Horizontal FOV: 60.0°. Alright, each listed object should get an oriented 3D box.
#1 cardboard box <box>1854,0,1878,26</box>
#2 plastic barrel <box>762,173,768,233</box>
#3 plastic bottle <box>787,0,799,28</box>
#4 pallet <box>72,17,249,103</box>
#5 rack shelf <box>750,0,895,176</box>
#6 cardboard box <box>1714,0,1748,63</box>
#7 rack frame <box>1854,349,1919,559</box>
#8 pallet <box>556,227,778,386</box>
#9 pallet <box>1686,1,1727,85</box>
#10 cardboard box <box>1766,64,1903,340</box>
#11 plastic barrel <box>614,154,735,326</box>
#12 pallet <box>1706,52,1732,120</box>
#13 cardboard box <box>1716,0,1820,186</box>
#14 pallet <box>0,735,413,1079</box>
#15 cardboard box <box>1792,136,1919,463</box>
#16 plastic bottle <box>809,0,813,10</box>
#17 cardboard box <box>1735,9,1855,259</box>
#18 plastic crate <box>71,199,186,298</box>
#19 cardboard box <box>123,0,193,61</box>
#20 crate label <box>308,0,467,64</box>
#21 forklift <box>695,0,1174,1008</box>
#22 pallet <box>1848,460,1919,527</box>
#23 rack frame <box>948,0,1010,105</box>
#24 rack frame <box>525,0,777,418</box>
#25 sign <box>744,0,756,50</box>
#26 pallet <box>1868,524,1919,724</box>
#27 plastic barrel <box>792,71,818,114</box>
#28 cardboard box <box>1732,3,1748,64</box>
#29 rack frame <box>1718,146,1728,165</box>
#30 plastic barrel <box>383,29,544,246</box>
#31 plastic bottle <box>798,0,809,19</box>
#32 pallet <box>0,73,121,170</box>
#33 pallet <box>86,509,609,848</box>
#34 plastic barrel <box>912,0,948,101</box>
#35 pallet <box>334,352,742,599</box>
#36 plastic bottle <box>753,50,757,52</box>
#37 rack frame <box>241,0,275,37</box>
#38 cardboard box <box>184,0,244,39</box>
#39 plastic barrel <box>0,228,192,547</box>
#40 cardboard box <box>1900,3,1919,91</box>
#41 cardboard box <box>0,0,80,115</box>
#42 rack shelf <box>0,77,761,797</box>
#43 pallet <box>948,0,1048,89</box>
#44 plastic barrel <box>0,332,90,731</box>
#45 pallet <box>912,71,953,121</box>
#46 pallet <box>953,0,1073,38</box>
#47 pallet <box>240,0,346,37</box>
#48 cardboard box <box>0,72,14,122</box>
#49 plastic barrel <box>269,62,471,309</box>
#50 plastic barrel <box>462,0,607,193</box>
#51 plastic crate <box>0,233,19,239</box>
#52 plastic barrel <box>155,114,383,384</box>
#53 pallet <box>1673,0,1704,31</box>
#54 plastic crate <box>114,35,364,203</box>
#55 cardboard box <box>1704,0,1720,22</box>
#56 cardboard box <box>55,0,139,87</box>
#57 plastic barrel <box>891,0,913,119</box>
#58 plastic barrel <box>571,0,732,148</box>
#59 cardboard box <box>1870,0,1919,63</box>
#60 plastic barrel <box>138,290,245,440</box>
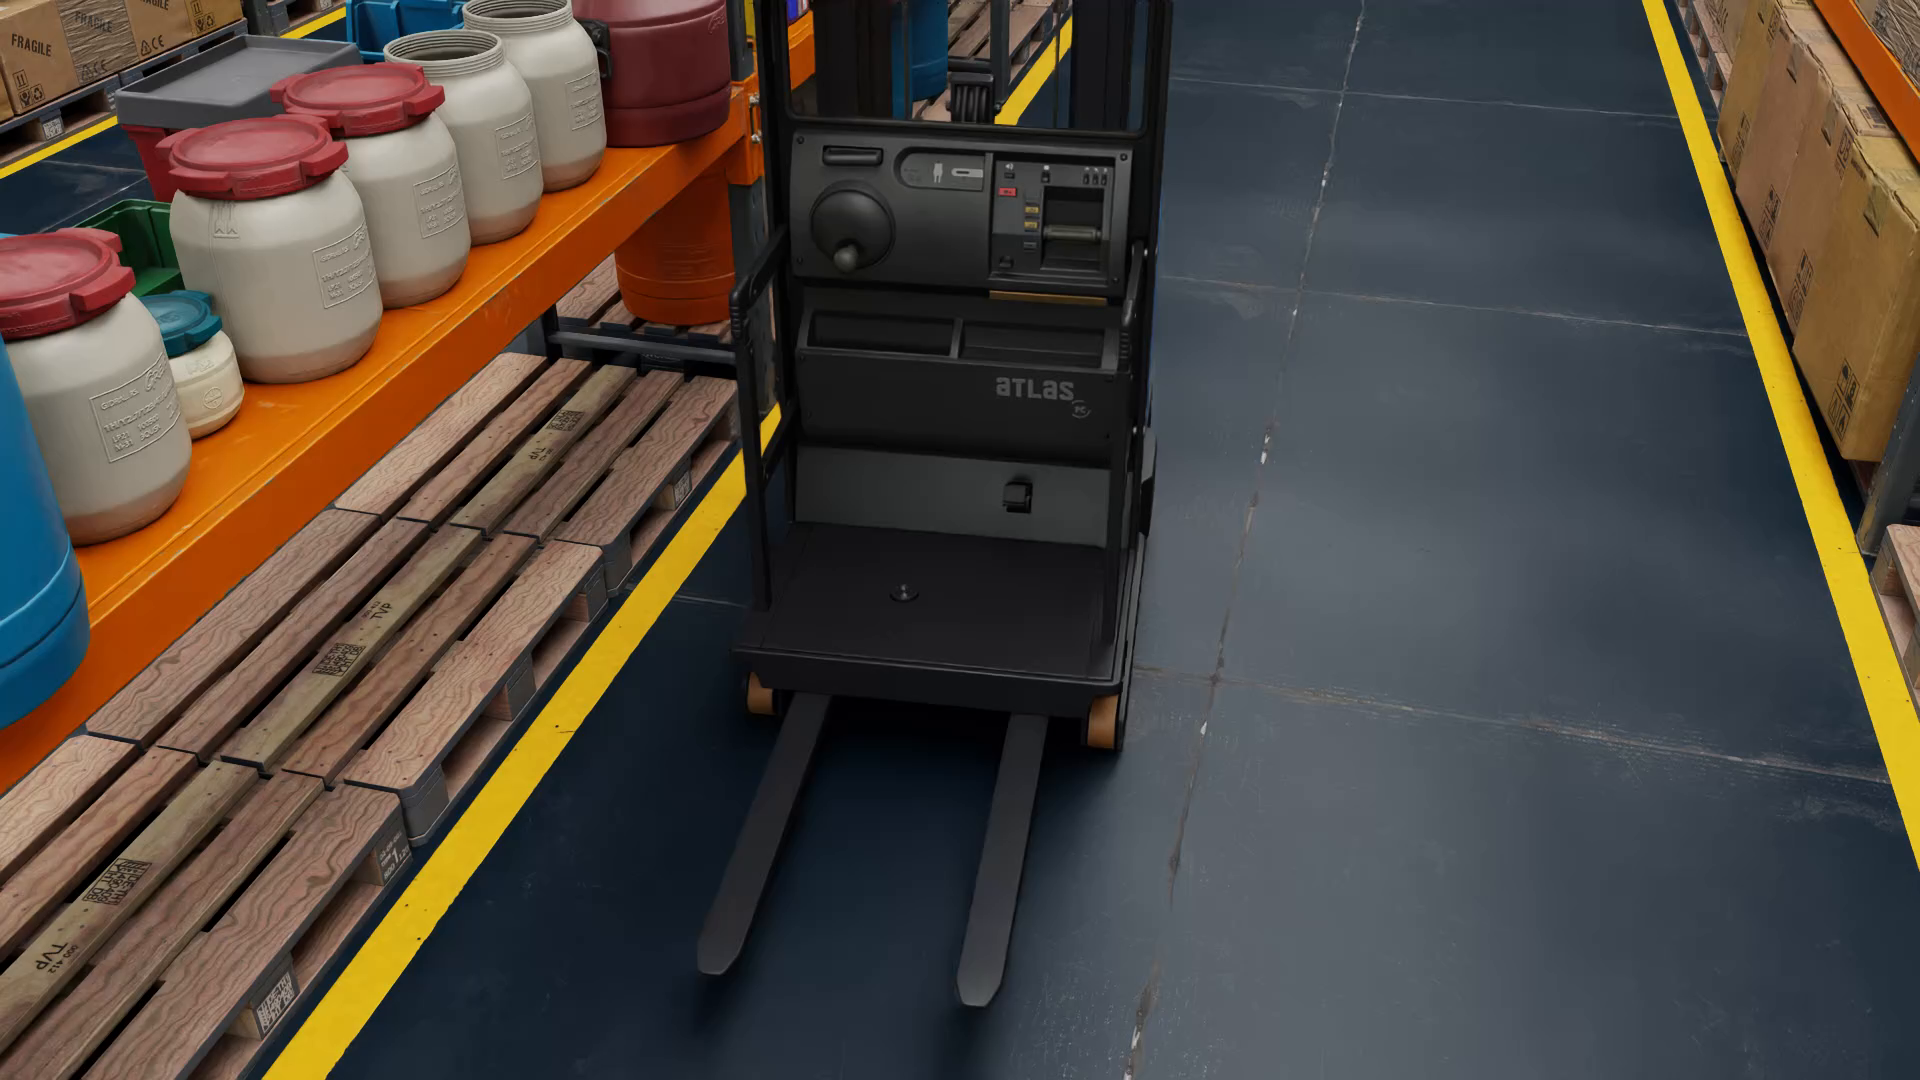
[{"bbox_3d":[3.842,-2.295,6.471,0.500,0.500,0.500,9,33,13],"label":"cardboard box"},{"bbox_3d":[-1.061,-1.534,7.295,0.421,0.512,0.421,0,32,0],"label":"plastic barrel"},{"bbox_3d":[-0.676,-2.141,6.431,0.061,0.283,0.133,8,33,12],"label":"plastic bottle"},{"bbox_3d":[-5.171,-2.993,10.262,1.003,0.211,1.213,8,33,12],"label":"pallet"},{"bbox_3d":[-0.718,-2.580,7.683,1.077,0.370,4.000,8,33,12],"label":"rack shelf"},{"bbox_3d":[5.054,-3.326,9.775,0.875,0.875,0.875,8,33,12],"label":"cardboard box"},{"bbox_3d":[3.565,-1.171,4.796,1.000,3.000,0.127,8,33,12],"label":"rack frame"},{"bbox_3d":[-1.066,-1.084,7.258,1.003,0.211,1.213,8,33,12],"label":"pallet"},{"bbox_3d":[5.156,-3.089,10.413,1.003,0.211,1.213,8,33,12],"label":"pallet"},{"bbox_3d":[3.994,-1.269,6.539,1.225,0.875,0.875,8,33,13],"label":"cardboard box"},{"bbox_3d":[-1.118,-1.363,6.730,0.600,0.830,0.708,8,33,12],"label":"plastic barrel"},{"bbox_3d":[4.849,-2.454,9.414,1.003,0.211,1.213,8,33,12],"label":"pallet"},{"bbox_3d":[4.437,-2.193,7.992,1.225,0.875,0.875,8,33,13],"label":"cardboard box"},{"bbox_3d":[-2.079,0.994,3.989,1.003,0.211,1.213,8,33,12],"label":"pallet"},{"bbox_3d":[3.760,-0.807,5.813,1.225,0.875,0.875,7,33,10],"label":"cardboard box"},{"bbox_3d":[-0.608,-2.280,6.650,0.061,0.283,0.133,8,33,12],"label":"plastic bottle"},{"bbox_3d":[4.211,-1.729,7.263,1.225,0.875,0.875,7,33,11],"label":"cardboard box"},{"bbox_3d":[-2.072,-0.623,4.131,0.450,0.188,0.662,8,33,12],"label":"plastic crate"},{"bbox_3d":[-4.982,-3.178,9.873,0.500,0.500,0.500,8,33,13],"label":"cardboard box"},{"bbox_3d":[-1.739,-1.382,5.095,0.502,0.435,0.616,8,33,12],"label":"crate label"},{"bbox_3d":[-0.035,-0.840,4.340,1.130,2.935,3.031,5,33,8],"label":"forklift"},{"bbox_3d":[3.838,-0.393,6.172,1.003,0.211,1.213,8,33,12],"label":"pallet"},{"bbox_3d":[-0.211,-3.921,9.122,1.000,3.000,0.127,8,33,12],"label":"rack frame"},{"bbox_3d":[-1.226,-1.846,5.857,1.000,3.000,0.127,8,33,12],"label":"rack frame"},{"bbox_3d":[-0.692,-1.843,5.701,0.100,0.325,0.005,8,33,12],"label":"sign"},{"bbox_3d":[3.365,0.411,4.907,1.003,0.211,1.213,8,33,12],"label":"pallet"},{"bbox_3d":[-0.831,-1.847,7.716,0.600,0.588,0.708,8,33,12],"label":"plastic barrel"},{"bbox_3d":[4.825,-2.859,9.040,0.875,0.875,0.875,8,33,12],"label":"cardboard box"},{"bbox_3d":[4.580,-3.247,8.061,1.000,3.000,0.127,8,33,12],"label":"rack frame"},{"bbox_3d":[-1.387,-1.111,4.598,0.421,0.512,0.421,0,32,0],"label":"plastic barrel"},{"bbox_3d":[-0.686,-2.214,6.552,0.152,0.276,0.135,8,33,12],"label":"plastic bottle"},{"bbox_3d":[-5.478,-2.358,9.263,1.003,0.211,1.213,8,33,12],"label":"pallet"},{"bbox_3d":[-1.771,0.359,4.988,1.003,0.211,1.213,8,33,12],"label":"pallet"},{"bbox_3d":[-0.365,-2.933,9.132,0.600,0.901,0.708,8,33,12],"label":"plastic barrel"},{"bbox_3d":[-1.460,-0.272,5.981,1.003,0.211,1.213,8,33,12],"label":"pallet"},{"bbox_3d":[-0.803,-1.974,6.174,0.152,0.276,0.135,8,33,12],"label":"plastic bottle"},{"bbox_3d":[-5.001,-4.598,10.186,1.000,3.000,0.127,8,33,12],"label":"rack frame"},{"bbox_3d":[-4.849,-3.433,10.274,0.500,0.500,0.500,8,33,12],"label":"cardboard box"},{"bbox_3d":[-1.786,-0.294,3.290,0.433,0.535,0.433,0,32,0],"label":"plastic barrel"},{"bbox_3d":[3.583,-1.761,5.631,0.500,0.500,0.500,8,33,12],"label":"cardboard box"},{"bbox_3d":[-5.237,-2.654,9.048,0.500,0.500,0.500,7,33,11],"label":"cardboard box"},{"bbox_3d":[-1.733,-0.504,4.418,1.077,0.370,4.000,8,33,12],"label":"rack shelf"},{"bbox_3d":[-0.062,-3.131,10.479,1.003,0.211,1.213,8,33,12],"label":"pallet"},{"bbox_3d":[-1.850,-0.141,2.708,0.600,0.901,0.708,8,33,12],"label":"plastic barrel"},{"bbox_3d":[-0.447,-2.350,9.249,1.003,0.211,1.213,8,33,12],"label":"pallet"},{"bbox_3d":[0.246,-3.766,11.478,1.003,0.211,1.213,8,33,12],"label":"pallet"},{"bbox_3d":[-4.826,-3.777,11.495,1.003,0.211,1.213,8,33,12],"label":"pallet"},{"bbox_3d":[-5.364,-2.382,8.621,0.500,0.500,0.500,8,33,12],"label":"cardboard box"},{"bbox_3d":[-1.490,-0.899,4.242,0.433,0.535,0.433,0,32,0],"label":"plastic barrel"},{"bbox_3d":[-1.280,-1.330,4.942,0.421,0.512,0.421,0,32,0],"label":"plastic barrel"},{"bbox_3d":[-2.262,-0.378,3.563,0.392,0.384,0.575,8,33,12],"label":"plastic crate"},{"bbox_3d":[-1.600,-0.674,3.888,0.433,0.535,0.433,0,32,0],"label":"plastic barrel"},{"bbox_3d":[5.468,-3.720,11.405,1.003,0.211,1.213,8,33,12],"label":"pallet"},{"bbox_3d":[-1.932,-1.076,4.586,0.402,0.464,0.583,8,33,12],"label":"plastic crate"},{"bbox_3d":[5.279,-3.788,10.502,0.875,0.875,0.875,8,33,12],"label":"cardboard box"},{"bbox_3d":[-5.110,-2.918,9.464,0.500,0.500,0.500,8,33,13],"label":"cardboard box"},{"bbox_3d":[-0.545,-2.565,8.554,0.600,0.901,0.708,8,33,12],"label":"plastic barrel"},{"bbox_3d":[-1.050,-1.621,5.377,0.600,0.536,0.708,8,33,12],"label":"plastic barrel"},{"bbox_3d":[3.712,-2.031,6.056,0.500,0.500,0.500,7,33,11],"label":"cardboard box"},{"bbox_3d":[-1.756,-0.377,3.677,0.301,0.262,0.301,0,32,0],"label":"plastic barrel"}]
